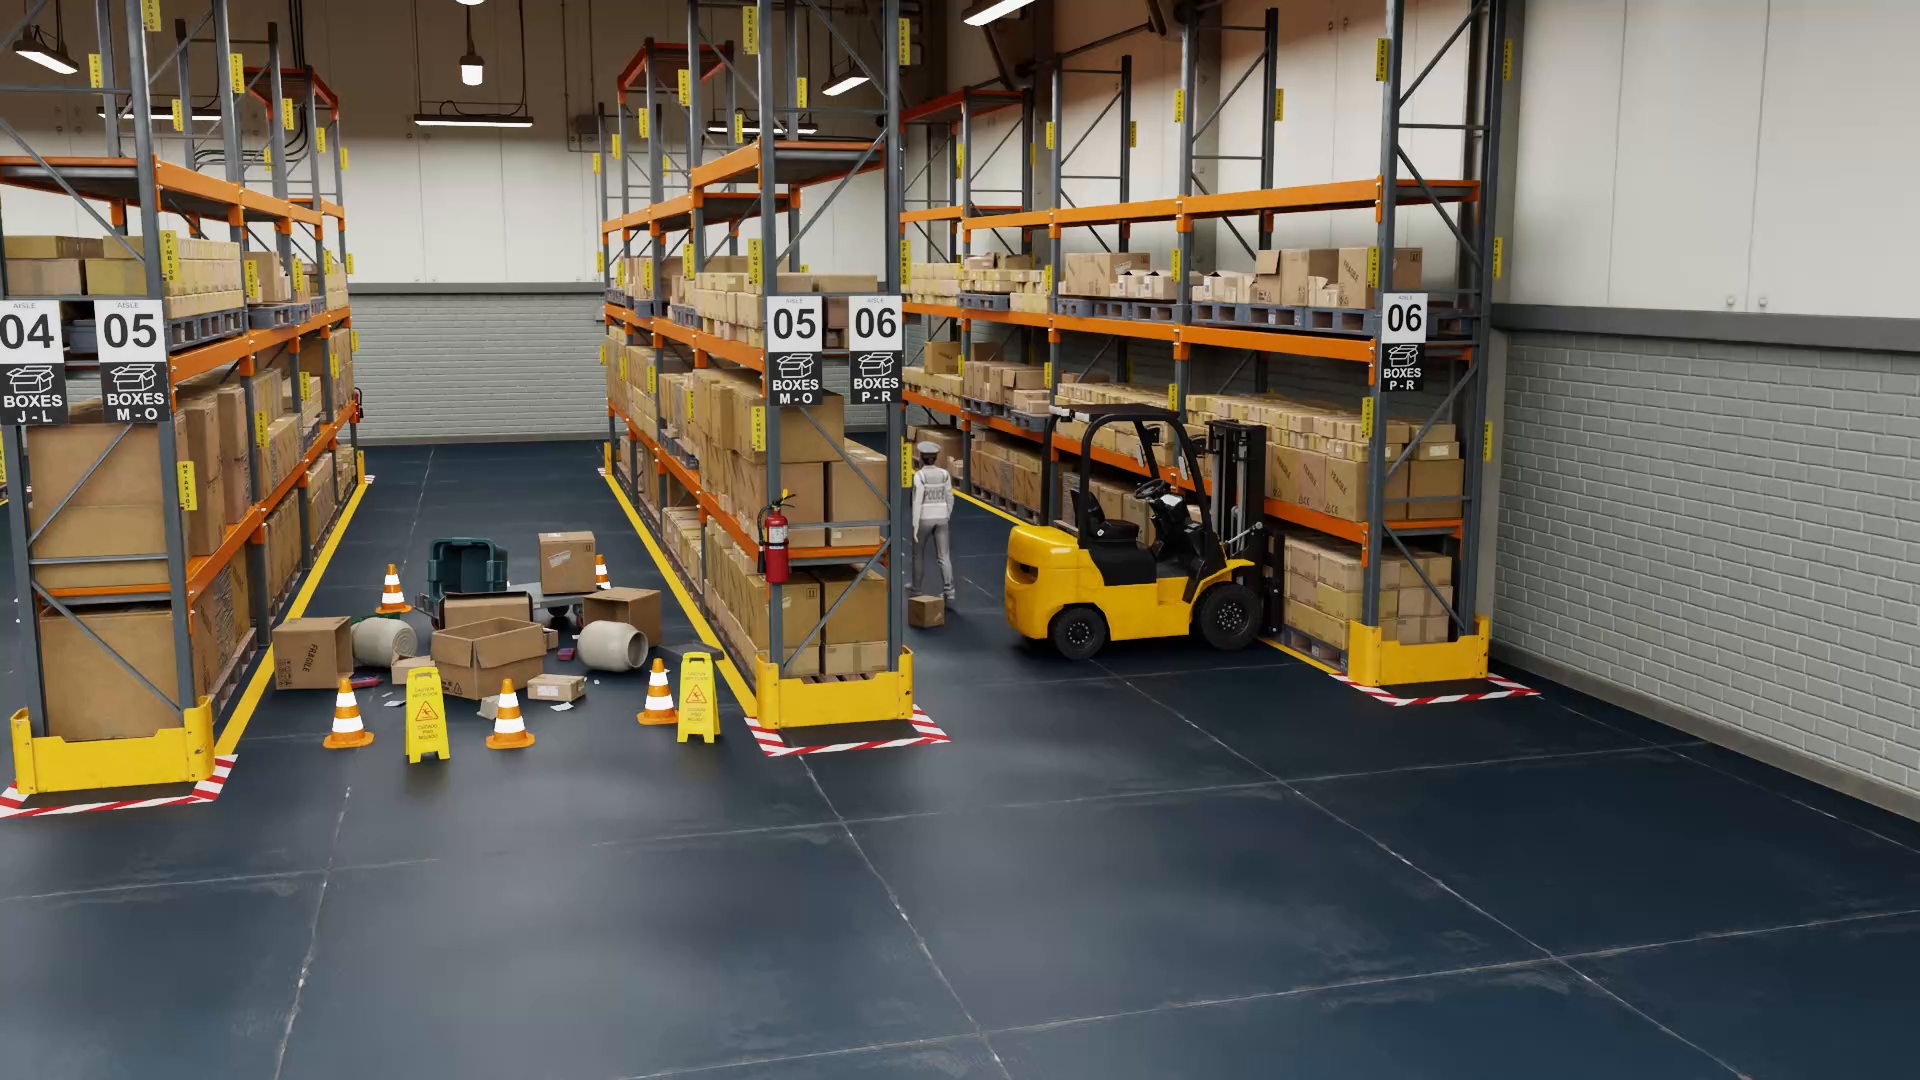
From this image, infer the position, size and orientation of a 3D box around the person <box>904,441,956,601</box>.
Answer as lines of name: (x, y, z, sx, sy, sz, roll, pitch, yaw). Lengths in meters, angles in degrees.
person: (-0.282, -0.193, 17.015, 0.512, 1.626, 1.030, -4, 10, -21)
